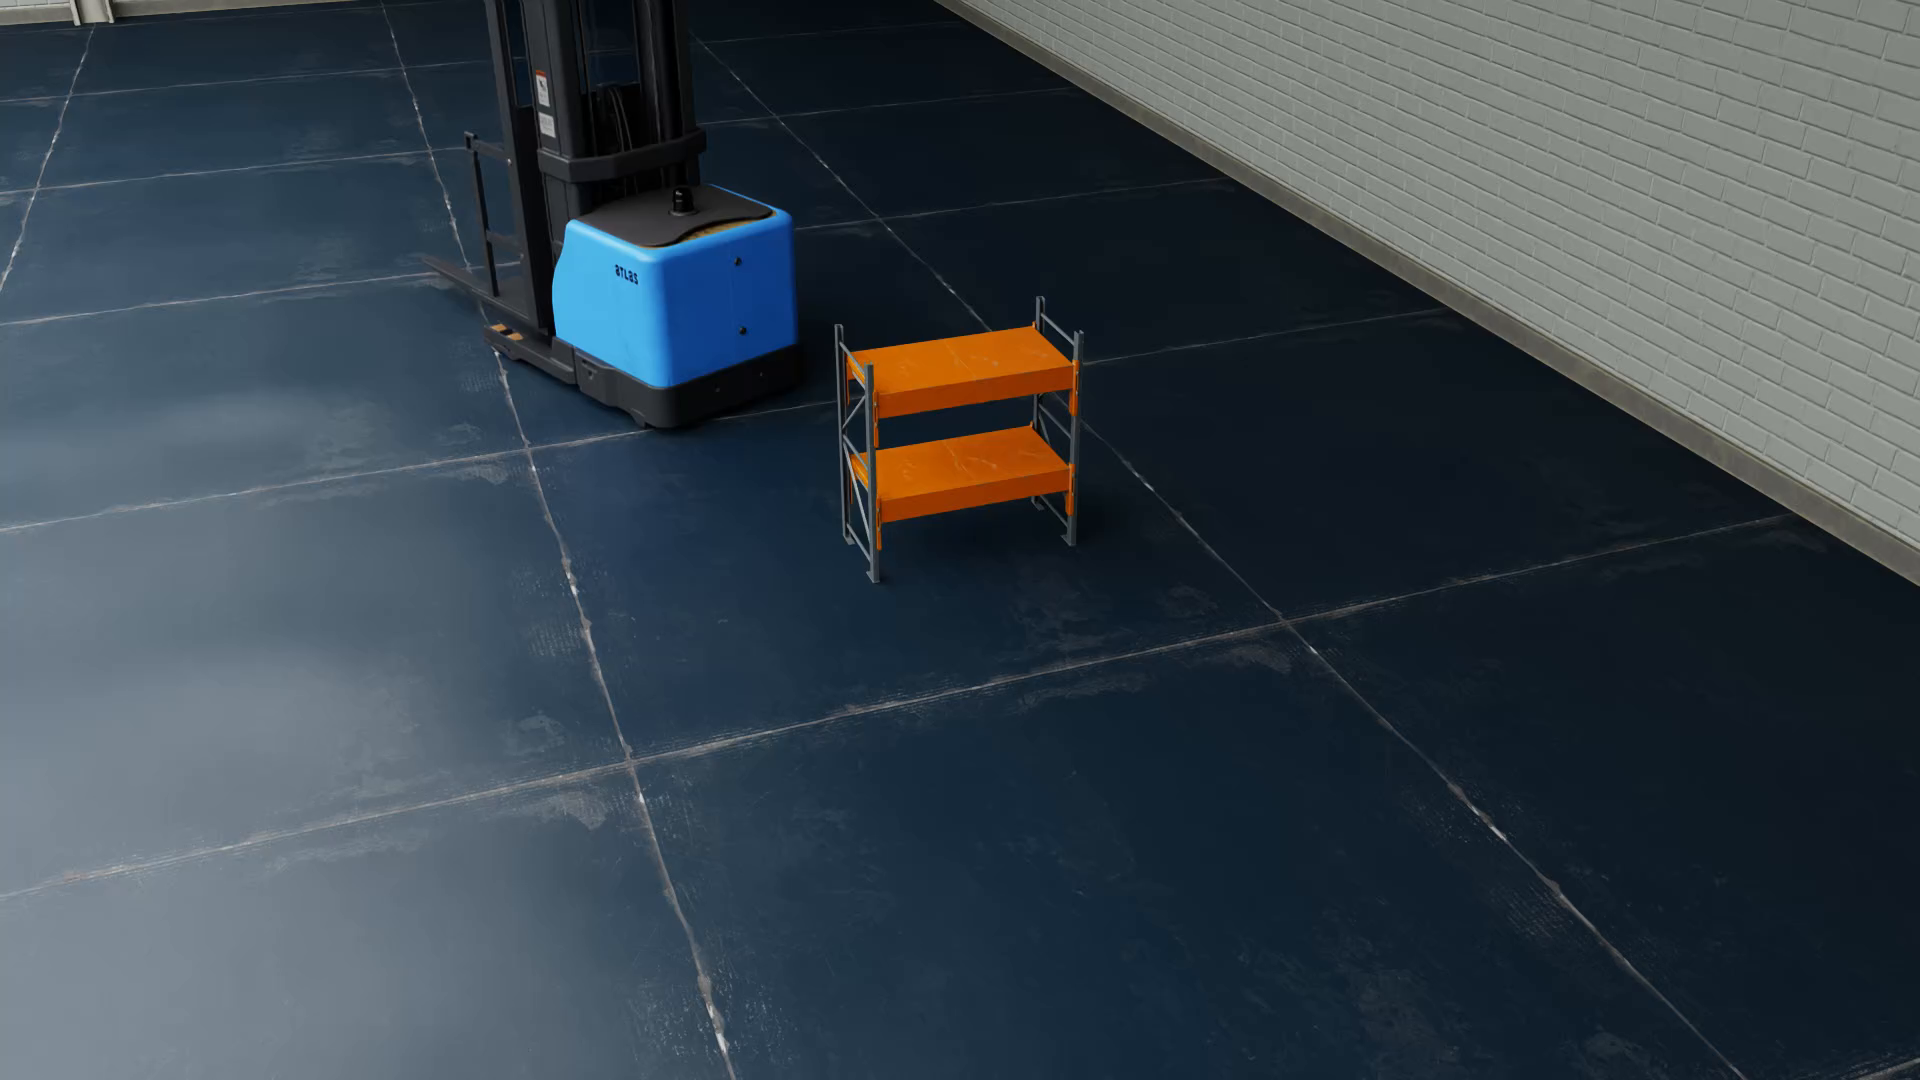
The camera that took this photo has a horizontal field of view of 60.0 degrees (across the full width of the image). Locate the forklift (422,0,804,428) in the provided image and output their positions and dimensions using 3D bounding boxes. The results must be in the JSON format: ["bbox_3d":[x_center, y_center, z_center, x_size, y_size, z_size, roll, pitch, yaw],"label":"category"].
[{"bbox_3d":[-2.301,-2.527,9.725,1.130,2.935,3.031,-25,38,-37],"label":"forklift"}]

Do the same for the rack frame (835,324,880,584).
[{"bbox_3d":[-0.483,-0.400,7.815,0.032,1.125,0.500,-10,31,-18],"label":"rack frame"}]

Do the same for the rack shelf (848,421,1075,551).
[{"bbox_3d":[-0.006,-0.275,8.091,1.000,0.278,0.538,-10,31,-18],"label":"rack shelf"}]

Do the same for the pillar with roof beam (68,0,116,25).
[{"bbox_3d":[-7.981,-7.609,12.514,0.400,9.000,9.100,-10,31,-18],"label":"pillar with roof beam"}]

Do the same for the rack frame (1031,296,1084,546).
[{"bbox_3d":[0.470,-0.575,8.124,0.032,1.125,0.500,-10,31,-18],"label":"rack frame"}]

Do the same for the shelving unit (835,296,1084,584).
[{"bbox_3d":[-0.006,-0.488,7.969,1.048,1.125,0.538,-10,31,-18],"label":"shelving unit"}]

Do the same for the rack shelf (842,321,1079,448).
[{"bbox_3d":[-0.006,-0.742,7.825,1.000,0.278,0.538,-10,31,-18],"label":"rack shelf"}]
